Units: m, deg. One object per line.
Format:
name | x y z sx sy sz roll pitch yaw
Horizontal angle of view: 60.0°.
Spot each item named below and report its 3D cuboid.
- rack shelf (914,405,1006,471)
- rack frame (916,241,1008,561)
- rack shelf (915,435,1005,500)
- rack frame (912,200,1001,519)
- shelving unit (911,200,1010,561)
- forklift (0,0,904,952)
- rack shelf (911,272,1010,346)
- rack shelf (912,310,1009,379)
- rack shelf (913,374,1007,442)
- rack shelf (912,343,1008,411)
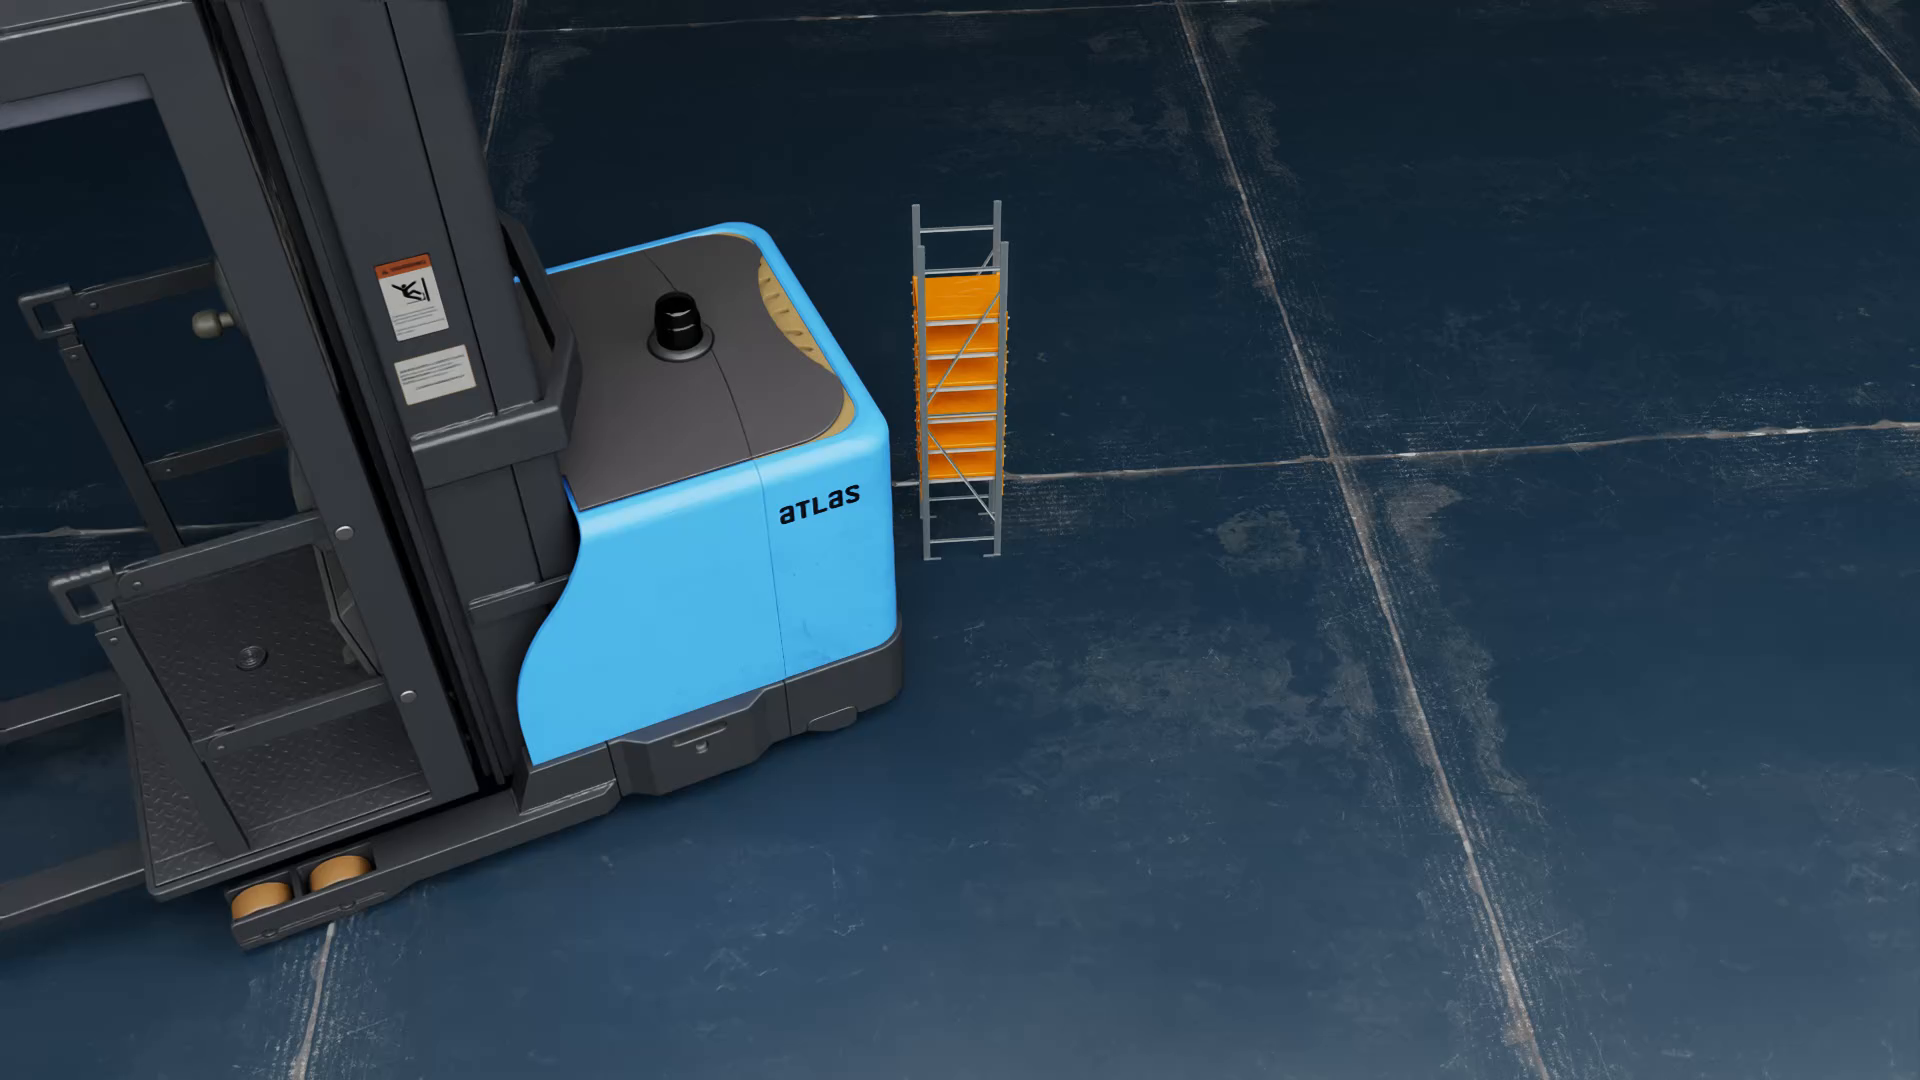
rack shelf | -0.001 -0.310 4.944 0.258 0.103 0.180 -3 47 -3
rack frame | 0.006 -0.357 4.762 0.240 1.200 0.006 -3 47 -3
rack shelf | -0.001 -0.227 5.031 0.258 0.103 0.180 -3 47 -3
rack frame | -0.009 -0.489 4.887 0.240 1.200 0.006 -3 47 -3
shelving unit | -0.001 -0.423 4.824 0.258 1.200 0.189 -3 47 -3
forklift | -1.721 -0.414 3.624 3.031 2.935 1.130 -18 49 -17
rack shelf | -0.001 -0.640 4.595 0.258 0.103 0.180 -3 47 -3
rack shelf | -0.001 -0.558 4.682 0.258 0.103 0.180 -3 47 -3
rack shelf | -0.001 -0.392 4.857 0.258 0.103 0.180 -3 47 -3
rack shelf | -0.001 -0.475 4.769 0.258 0.103 0.180 -3 47 -3
